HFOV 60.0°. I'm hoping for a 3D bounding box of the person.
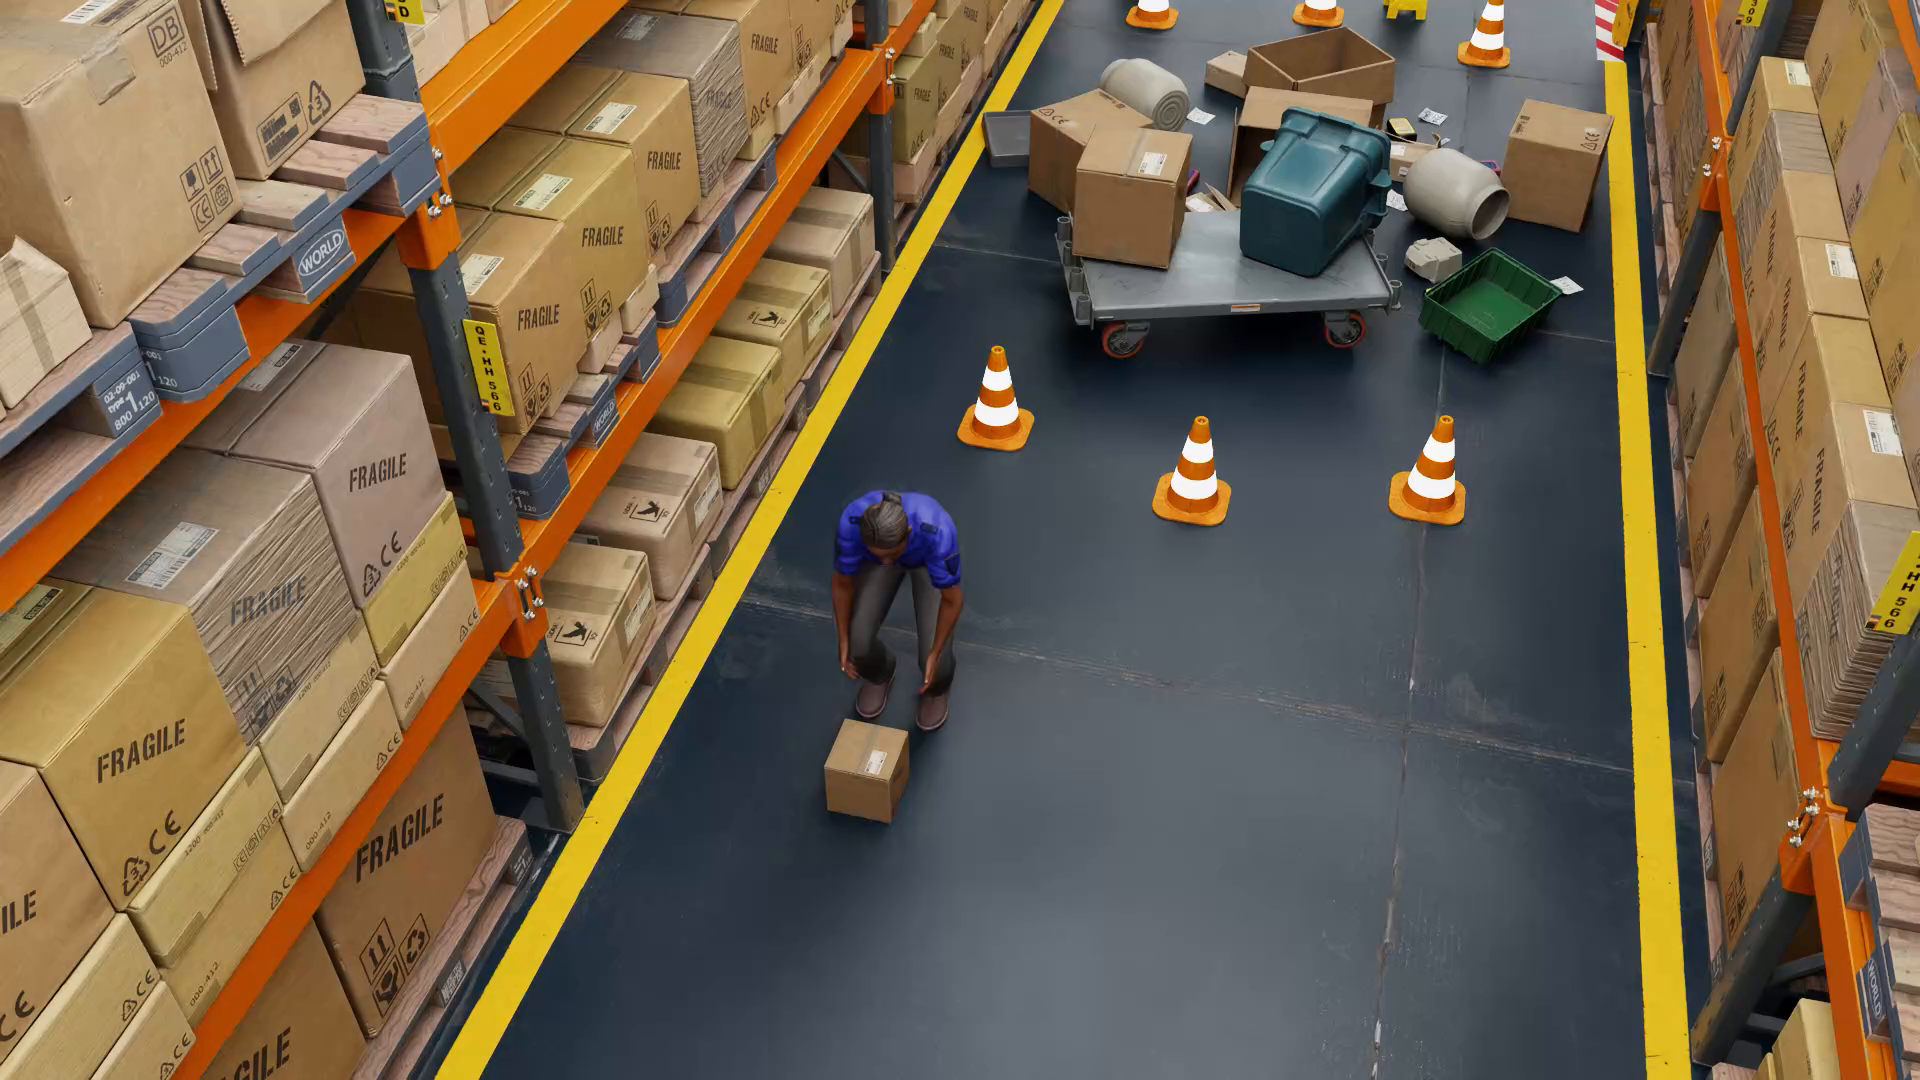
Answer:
[{"bbox_3d":[-0.200,0.211,6.217,0.496,1.277,0.684,10,42,11],"label":"person"}]
